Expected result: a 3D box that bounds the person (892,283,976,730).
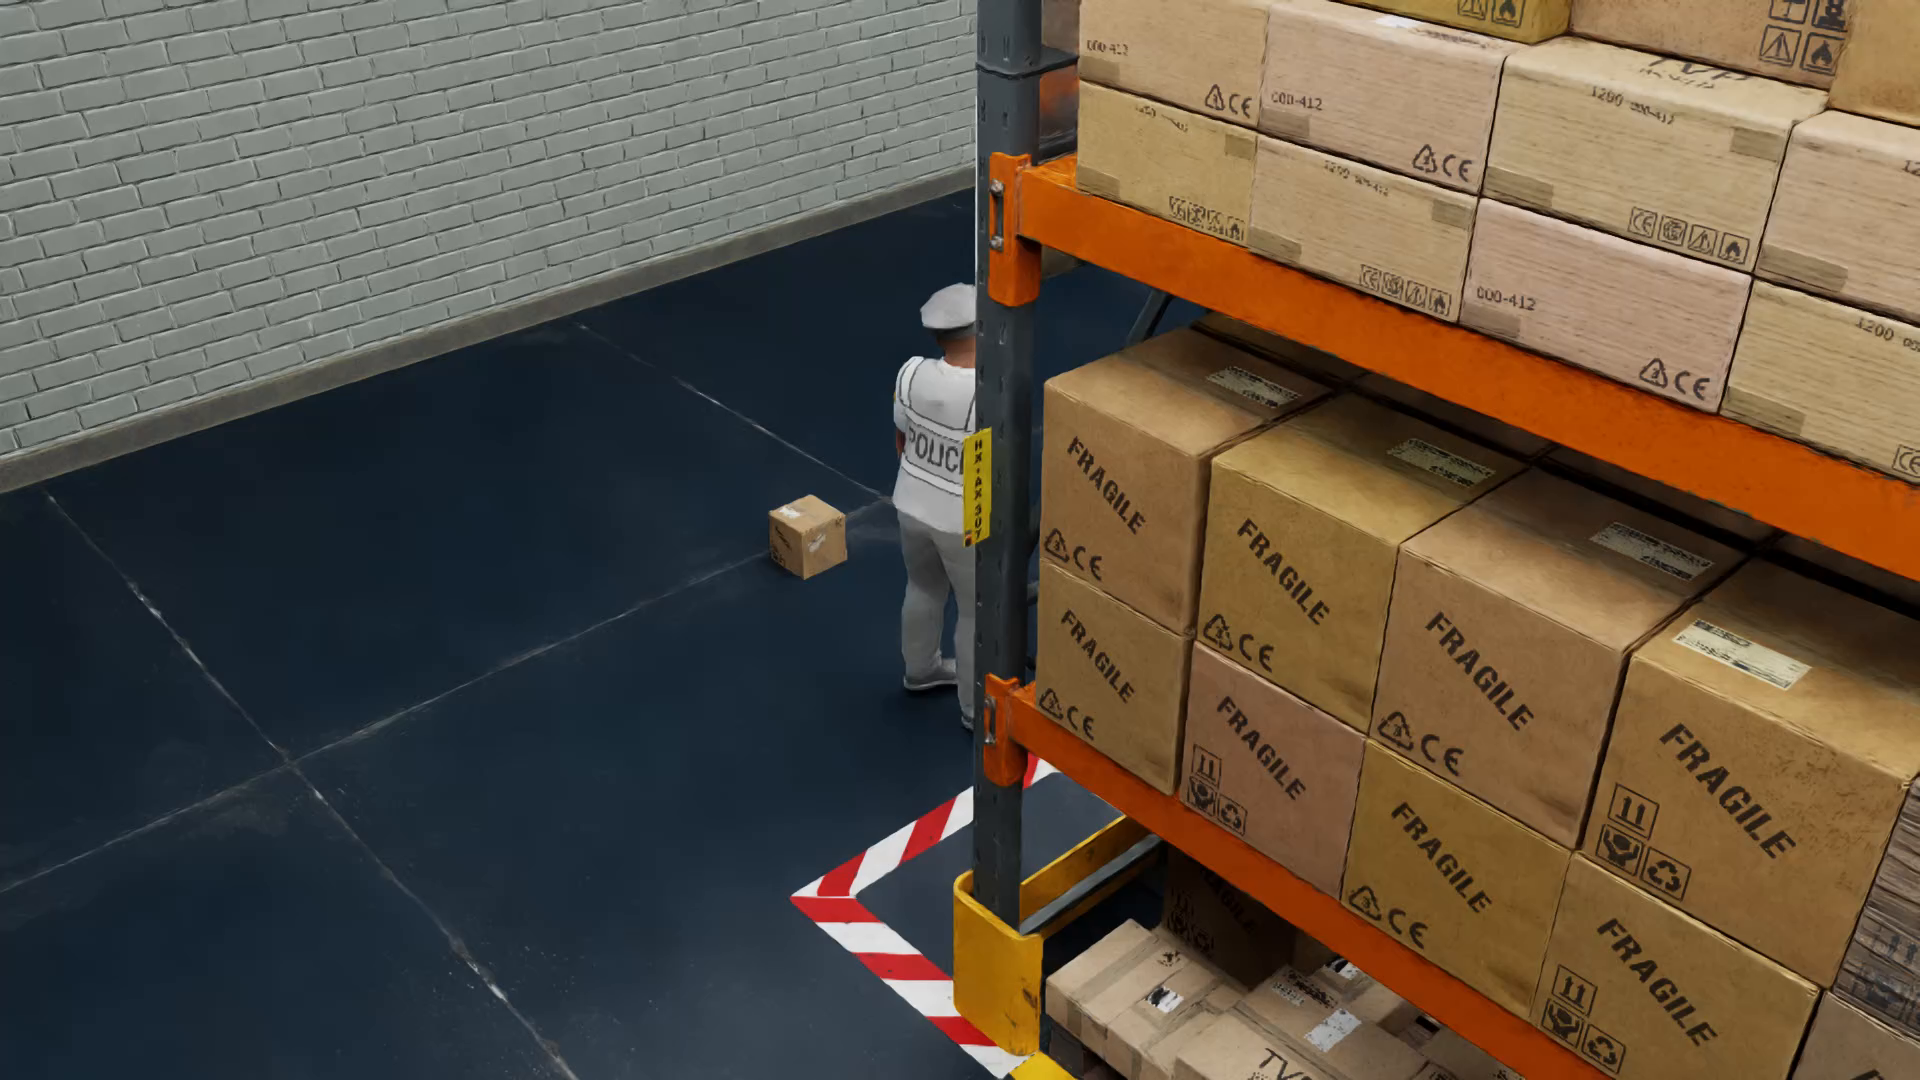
[{"bbox_3d":[-0.011,-0.107,6.253,0.587,1.770,0.407,21,38,31],"label":"person"}]
